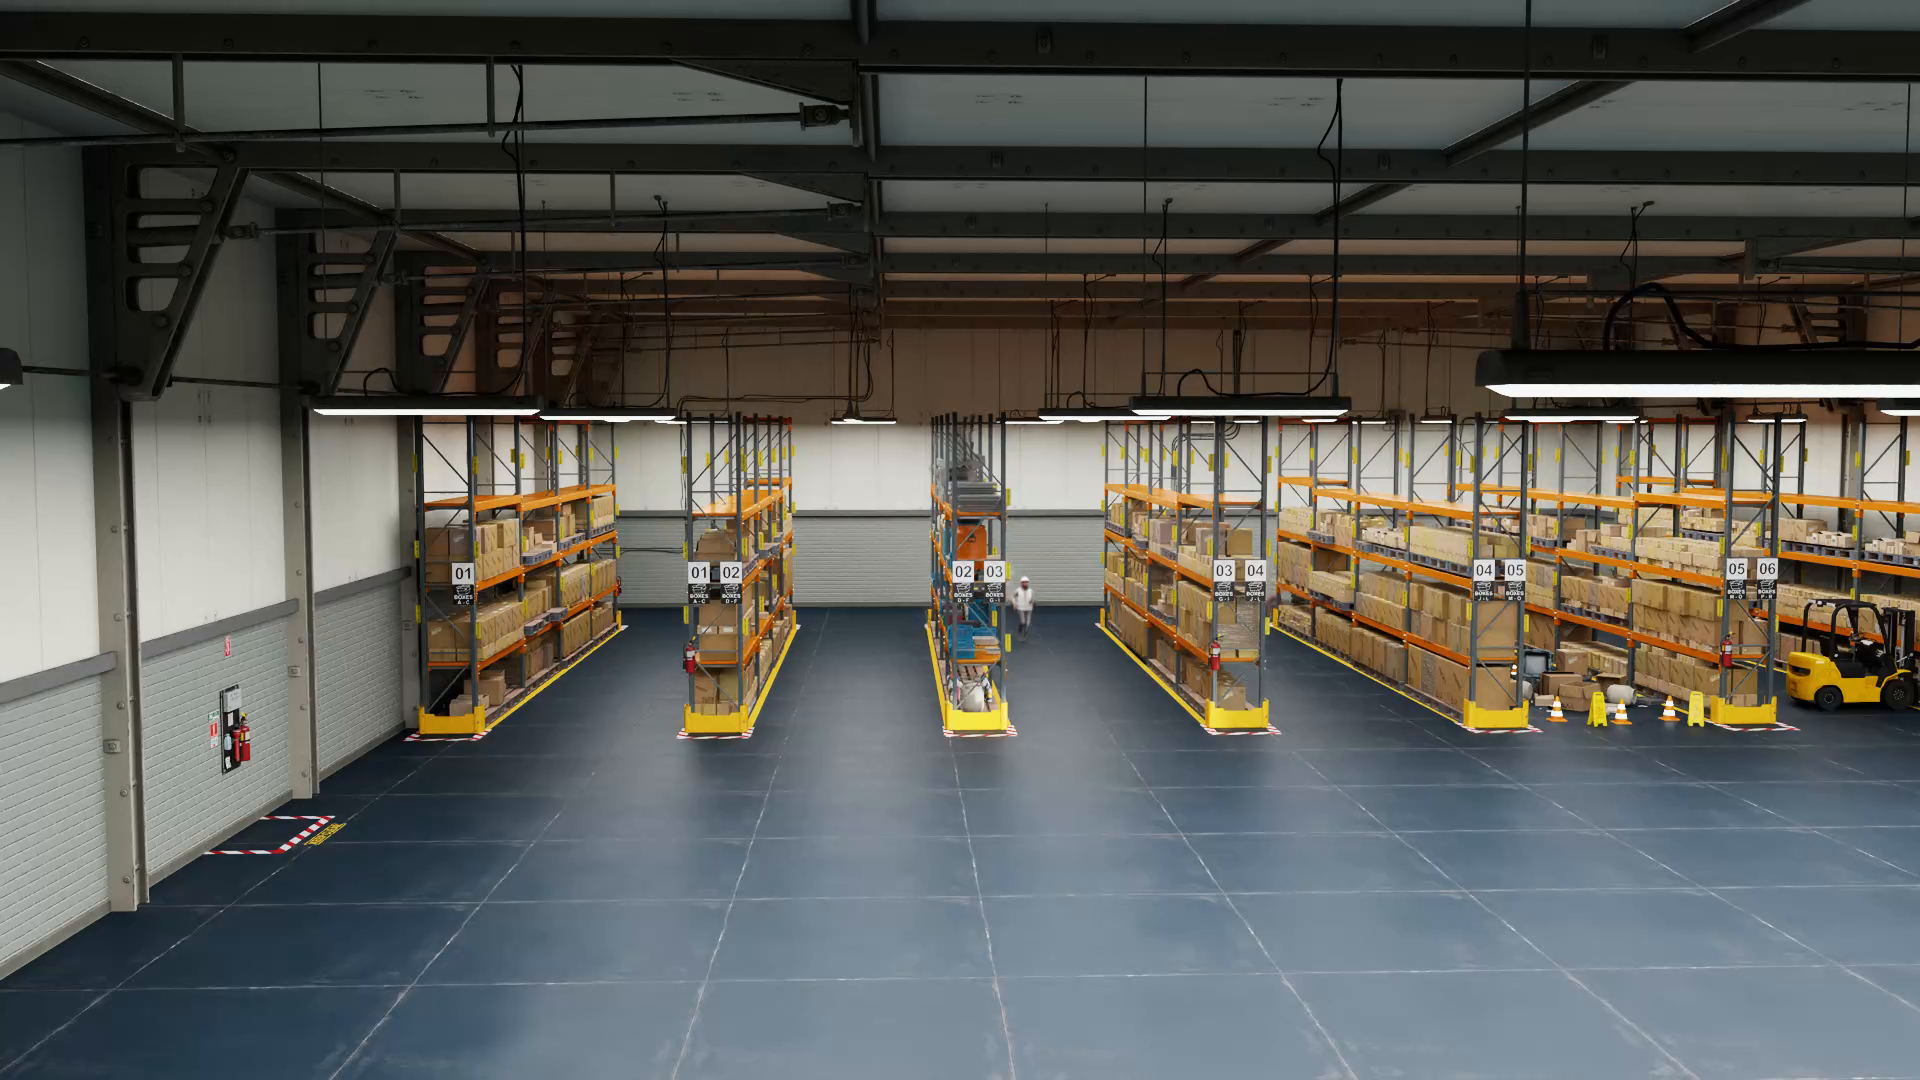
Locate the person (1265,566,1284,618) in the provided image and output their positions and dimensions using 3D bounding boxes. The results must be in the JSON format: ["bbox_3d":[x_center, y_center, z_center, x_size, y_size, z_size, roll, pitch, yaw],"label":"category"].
[{"bbox_3d":[9.378,1.588,49.118,0.760,1.650,0.713,1,4,8],"label":"person"}]

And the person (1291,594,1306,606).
[{"bbox_3d":[10.034,1.519,48.868,0.836,1.749,0.730,0,4,-6],"label":"person"}]

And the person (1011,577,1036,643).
[{"bbox_3d":[1.703,1.849,43.931,0.630,1.753,0.678,-1,4,-14],"label":"person"}]
